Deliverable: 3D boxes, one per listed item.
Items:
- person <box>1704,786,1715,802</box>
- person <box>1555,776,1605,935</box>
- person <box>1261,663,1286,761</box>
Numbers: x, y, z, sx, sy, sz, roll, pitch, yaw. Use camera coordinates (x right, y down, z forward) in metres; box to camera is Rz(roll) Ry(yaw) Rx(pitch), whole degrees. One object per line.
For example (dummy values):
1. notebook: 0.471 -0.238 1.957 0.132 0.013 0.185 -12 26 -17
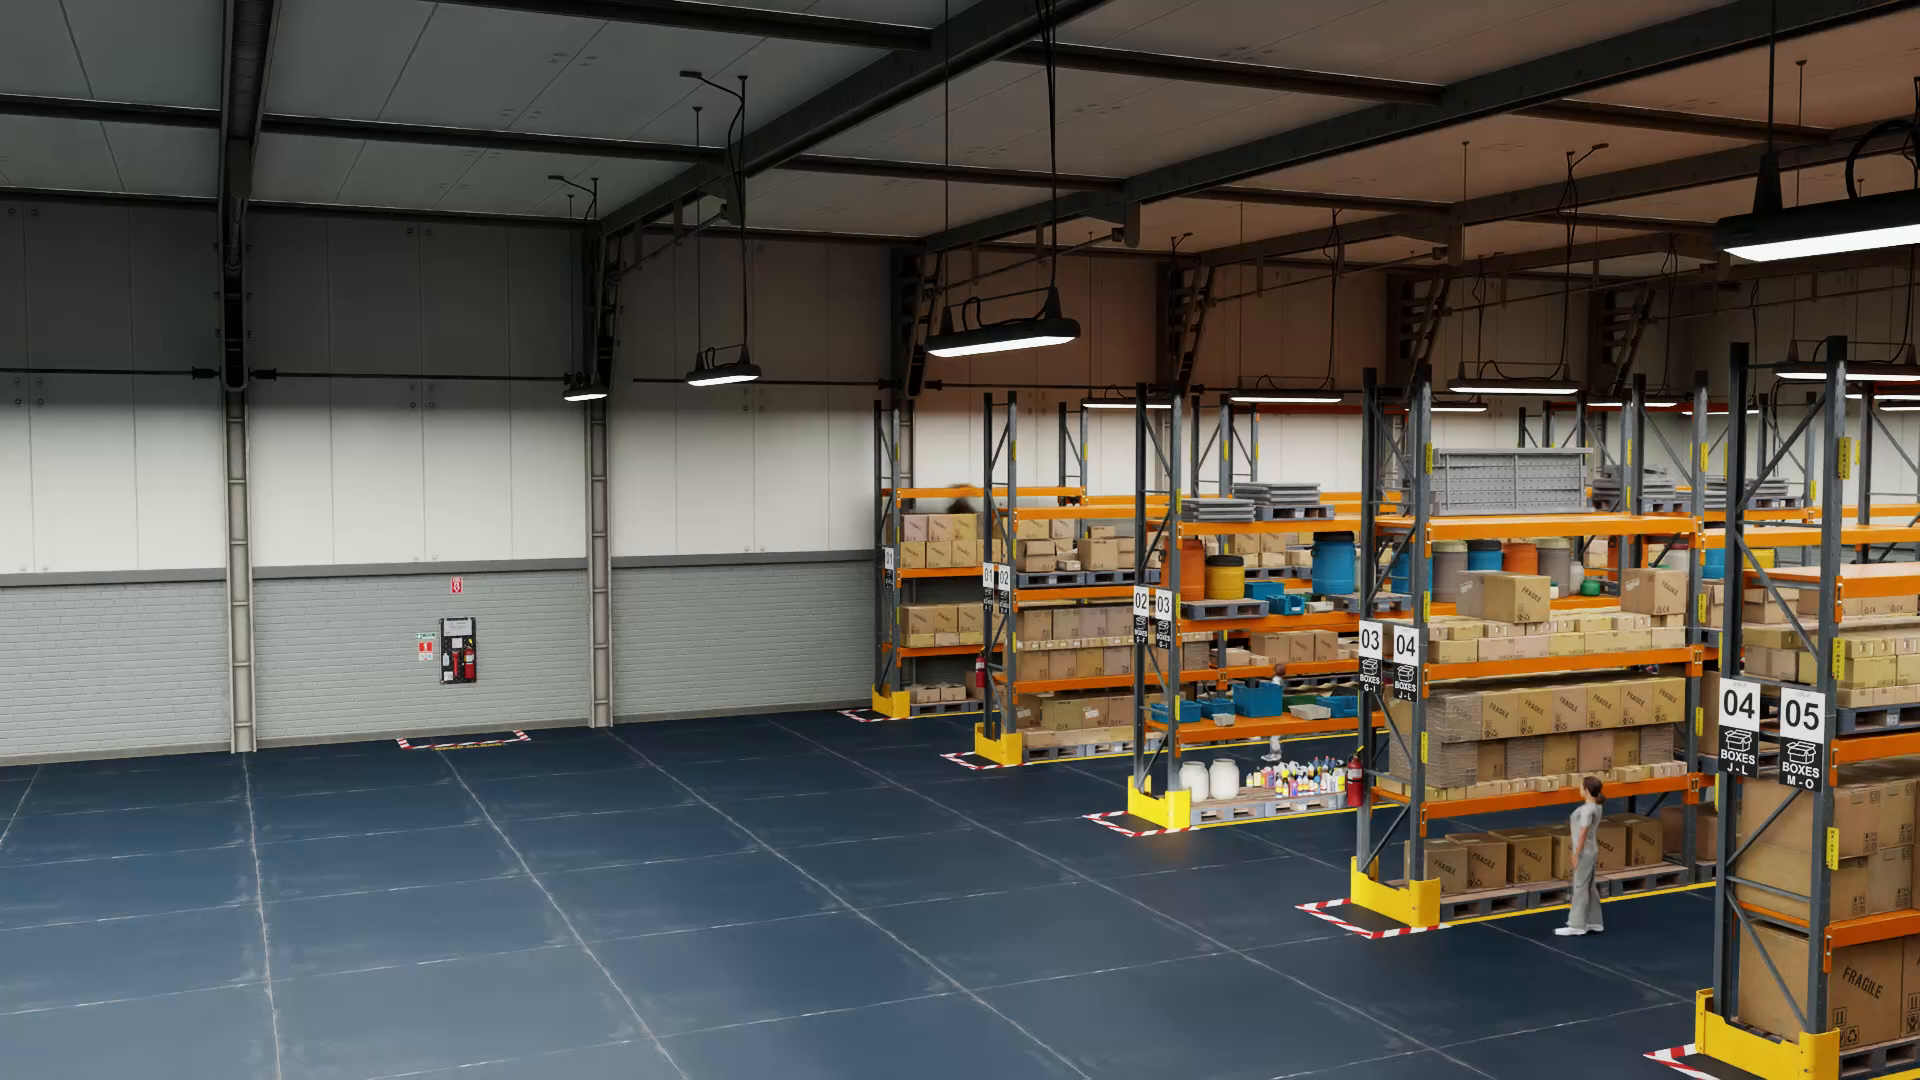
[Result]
1. person: 10.267 2.980 22.602 1.048 1.722 0.707 -1 4 -24
2. person: 6.541 3.317 17.519 0.503 1.683 0.459 1 3 13
3. person: 5.069 2.798 26.897 0.404 1.580 0.661 1 3 9
